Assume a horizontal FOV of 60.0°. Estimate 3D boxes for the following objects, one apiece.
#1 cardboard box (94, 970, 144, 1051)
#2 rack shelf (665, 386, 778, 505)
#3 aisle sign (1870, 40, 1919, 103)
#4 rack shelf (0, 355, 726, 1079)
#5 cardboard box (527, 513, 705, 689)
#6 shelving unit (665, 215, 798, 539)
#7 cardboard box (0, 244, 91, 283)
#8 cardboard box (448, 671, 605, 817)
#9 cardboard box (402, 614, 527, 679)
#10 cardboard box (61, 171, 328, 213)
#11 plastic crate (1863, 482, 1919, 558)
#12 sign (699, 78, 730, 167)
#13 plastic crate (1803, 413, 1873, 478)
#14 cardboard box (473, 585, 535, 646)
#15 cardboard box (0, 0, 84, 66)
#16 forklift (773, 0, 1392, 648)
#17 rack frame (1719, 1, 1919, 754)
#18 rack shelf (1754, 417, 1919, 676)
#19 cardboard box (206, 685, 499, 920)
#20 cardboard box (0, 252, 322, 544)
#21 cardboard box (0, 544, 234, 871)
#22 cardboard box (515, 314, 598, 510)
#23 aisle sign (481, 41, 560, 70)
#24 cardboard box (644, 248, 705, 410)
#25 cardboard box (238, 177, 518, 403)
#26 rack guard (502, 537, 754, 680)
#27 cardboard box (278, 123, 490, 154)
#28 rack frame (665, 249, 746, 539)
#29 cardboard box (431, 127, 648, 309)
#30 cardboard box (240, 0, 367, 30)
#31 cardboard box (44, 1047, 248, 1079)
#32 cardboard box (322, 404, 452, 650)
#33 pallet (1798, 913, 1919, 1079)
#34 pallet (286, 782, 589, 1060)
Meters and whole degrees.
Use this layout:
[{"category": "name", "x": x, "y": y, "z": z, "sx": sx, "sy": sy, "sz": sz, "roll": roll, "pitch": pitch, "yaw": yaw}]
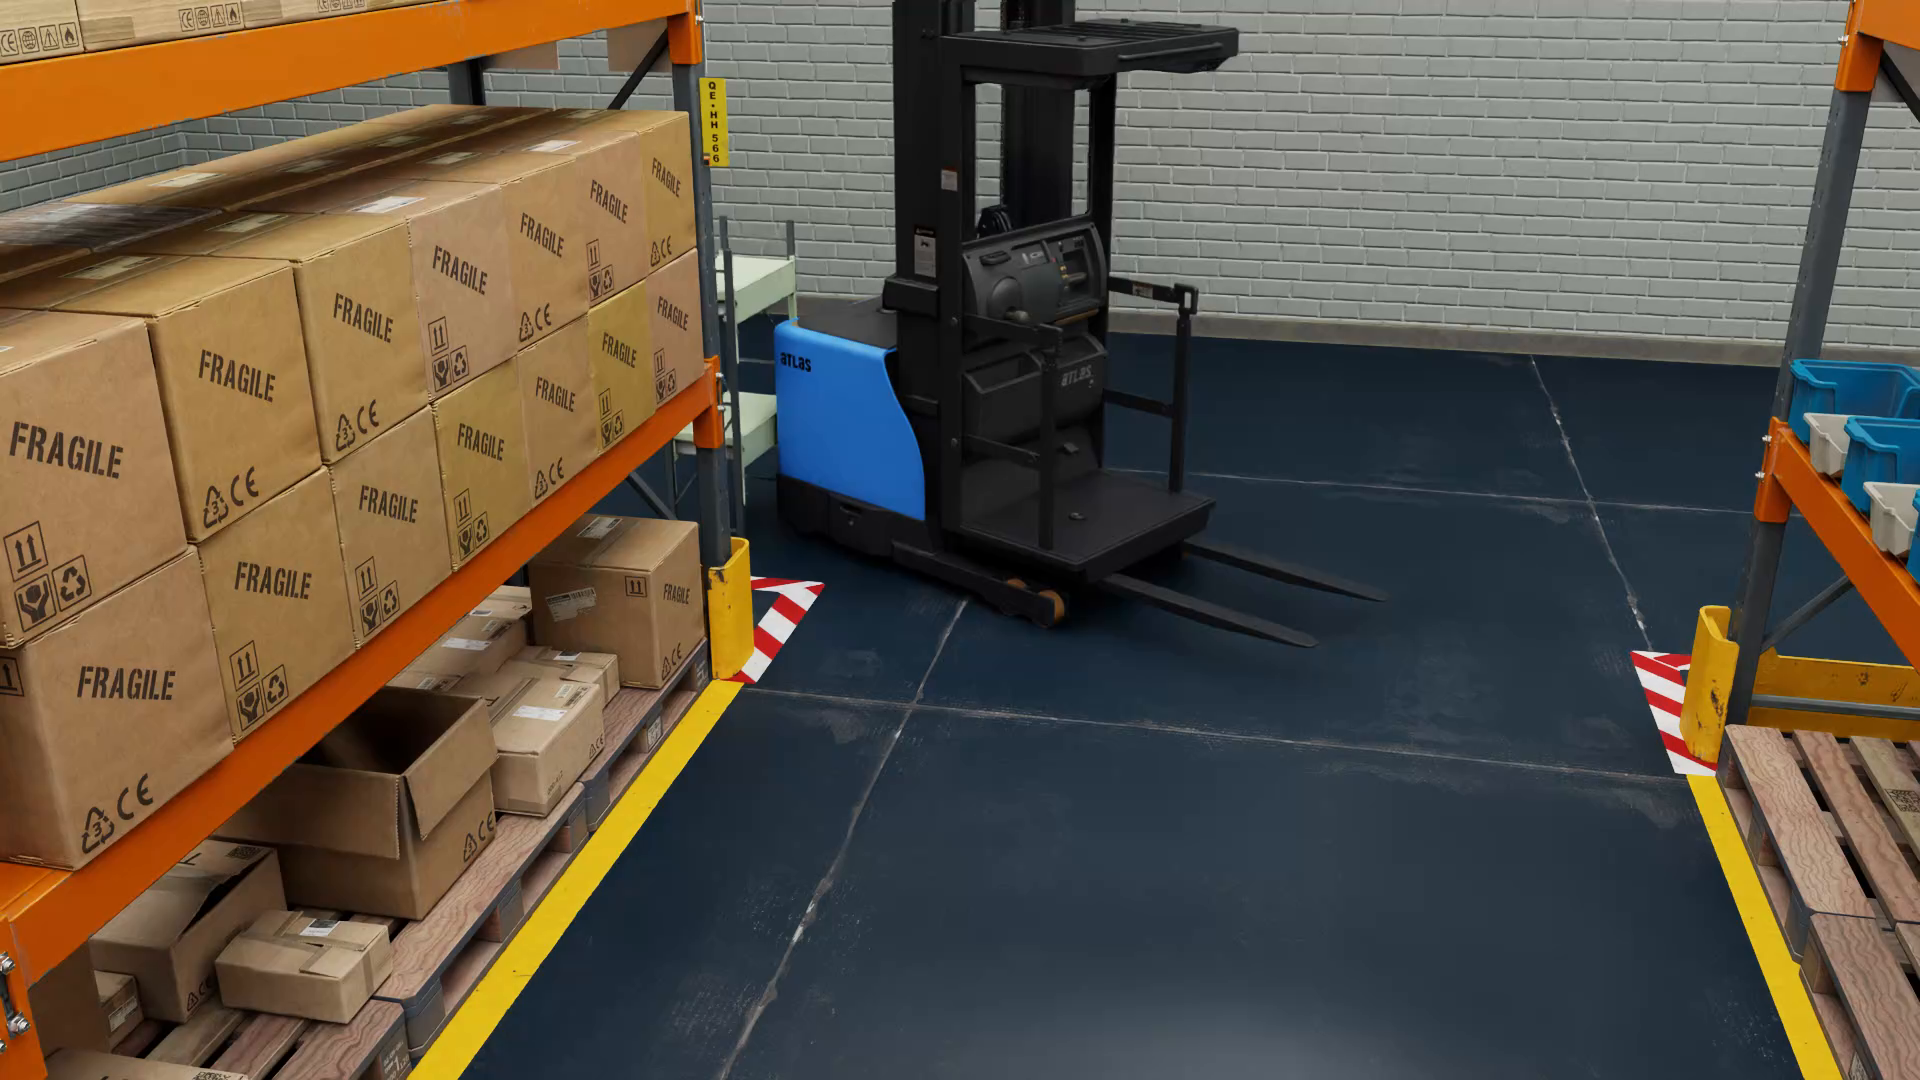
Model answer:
[{"category": "cardboard box", "x": -2.426, "y": 1.267, "z": 4.419, "sx": 0.380, "sy": 0.149, "sz": 0.250, "roll": 4, "pitch": 22, "yaw": 11}, {"category": "rack shelf", "x": -1.139, "y": -0.492, "z": 8.437, "sx": 0.431, "sy": 0.370, "sz": 0.720, "roll": 7, "pitch": 23, "yaw": 16}, {"category": "aisle sign", "x": 3.106, "y": -1.818, "z": 5.373, "sx": 0.394, "sy": 0.787, "sz": 0.004, "roll": 4, "pitch": 22, "yaw": 11}, {"category": "rack shelf", "x": -1.874, "y": 0.123, "z": 4.996, "sx": 1.077, "sy": 0.370, "sz": 4.000, "roll": 4, "pitch": 22, "yaw": 11}, {"category": "cardboard box", "x": -1.336, "y": 0.231, "z": 6.522, "sx": 0.500, "sy": 0.500, "sz": 0.500, "roll": 4, "pitch": 22, "yaw": 11}, {"category": "shelving unit", "x": -1.138, "y": -0.794, "z": 8.315, "sx": 0.431, "sy": 1.500, "sz": 0.755, "roll": 7, "pitch": 23, "yaw": 16}, {"category": "cardboard box", "x": -2.331, "y": -0.382, "z": 3.814, "sx": 0.500, "sy": 0.500, "sz": 0.500, "roll": 4, "pitch": 22, "yaw": 10}, {"category": "cardboard box", "x": -1.559, "y": 0.692, "z": 5.712, "sx": 0.500, "sy": 0.250, "sz": 0.500, "roll": 4, "pitch": 22, "yaw": 11}, {"category": "cardboard box", "x": -1.957, "y": 0.489, "z": 6.215, "sx": 0.500, "sy": 0.250, "sz": 0.500, "roll": 4, "pitch": 22, "yaw": 11}, {"category": "cardboard box", "x": -2.124, "y": -0.750, "z": 4.728, "sx": 0.500, "sy": 0.500, "sz": 0.500, "roll": 4, "pitch": 22, "yaw": 10}, {"category": "plastic crate", "x": 2.725, "y": -0.044, "z": 4.721, "sx": 0.250, "sy": 0.136, "sz": 0.298, "roll": 4, "pitch": 22, "yaw": 11}, {"category": "sign", "x": -0.927, "y": -1.576, "z": 6.279, "sx": 0.100, "sy": 0.325, "sz": 0.005, "roll": 4, "pitch": 22, "yaw": 11}, {"category": "plastic crate", "x": 2.863, "y": -0.292, "z": 5.337, "sx": 0.250, "sy": 0.136, "sz": 0.298, "roll": 4, "pitch": 22, "yaw": 11}, {"category": "cardboard box", "x": -1.888, "y": 0.303, "z": 6.813, "sx": 0.380, "sy": 0.149, "sz": 0.250, "roll": 4, "pitch": 22, "yaw": 11}, {"category": "cardboard box", "x": -1.941, "y": -0.960, "z": 2.908, "sx": 0.500, "sy": 0.250, "sz": 0.500, "roll": 4, "pitch": 22, "yaw": 11}, {"category": "forklift", "x": 0.507, "y": -1.191, "z": 7.387, "sx": 3.031, "sy": 2.935, "sz": 1.130, "roll": 18, "pitch": 28, "yaw": 38}, {"category": "rack frame", "x": 3.382, "y": -0.563, "z": 5.737, "sx": 1.000, "sy": 3.000, "sz": 0.127, "roll": 4, "pitch": 22, "yaw": 11}, {"category": "rack shelf", "x": 2.974, "y": 0.502, "z": 4.055, "sx": 1.077, "sy": 0.370, "sz": 4.000, "roll": 4, "pitch": 22, "yaw": 11}, {"category": "cardboard box", "x": -1.904, "y": 0.787, "z": 5.137, "sx": 0.797, "sy": 0.503, "sz": 0.637, "roll": 4, "pitch": 22, "yaw": 11}, {"category": "cardboard box", "x": -1.806, "y": -0.329, "z": 3.683, "sx": 0.500, "sy": 0.500, "sz": 0.500, "roll": 4, "pitch": 22, "yaw": 9}, {"category": "cardboard box", "x": -1.912, "y": 0.309, "z": 3.438, "sx": 0.500, "sy": 0.500, "sz": 0.500, "roll": 5, "pitch": 22, "yaw": 12}, {"category": "cardboard box", "x": -1.501, "y": -0.432, "z": 5.277, "sx": 0.500, "sy": 0.500, "sz": 0.500, "roll": 5, "pitch": 22, "yaw": 11}, {"category": "aisle sign", "x": -1.740, "y": -2.195, "z": 6.310, "sx": 0.394, "sy": 0.787, "sz": 0.004, "roll": 4, "pitch": 22, "yaw": 11}, {"category": "cardboard box", "x": -1.291, "y": -0.804, "z": 6.201, "sx": 0.500, "sy": 0.500, "sz": 0.500, "roll": 5, "pitch": 23, "yaw": 13}, {"category": "cardboard box", "x": -1.596, "y": -0.706, "z": 4.619, "sx": 0.500, "sy": 0.500, "sz": 0.500, "roll": 5, "pitch": 23, "yaw": 13}, {"category": "rack guard", "x": -1.482, "y": 0.245, "z": 7.076, "sx": 1.175, "sy": 0.500, "sz": 0.348, "roll": 4, "pitch": 22, "yaw": 11}, {"category": "cardboard box", "x": -1.914, "y": -1.118, "z": 5.643, "sx": 0.500, "sy": 0.500, "sz": 0.500, "roll": 5, "pitch": 22, "yaw": 11}, {"category": "rack frame", "x": -1.249, "y": -0.664, "z": 7.991, "sx": 0.400, "sy": 1.500, "sz": 0.023, "roll": 7, "pitch": 23, "yaw": 16}, {"category": "cardboard box", "x": -1.390, "y": -1.084, "z": 5.557, "sx": 0.500, "sy": 0.500, "sz": 0.500, "roll": 5, "pitch": 22, "yaw": 12}, {"category": "cardboard box", "x": -1.731, "y": -1.325, "z": 3.815, "sx": 0.500, "sy": 0.250, "sz": 0.500, "roll": 4, "pitch": 22, "yaw": 11}, {"category": "cardboard box", "x": -1.985, "y": 1.427, "z": 3.806, "sx": 0.500, "sy": 0.311, "sz": 0.500, "roll": 4, "pitch": 22, "yaw": 11}, {"category": "cardboard box", "x": -1.706, "y": -0.062, "z": 4.357, "sx": 0.500, "sy": 0.500, "sz": 0.500, "roll": 4, "pitch": 22, "yaw": 11}, {"category": "pallet", "x": 2.925, "y": 1.474, "z": 4.412, "sx": 1.003, "sy": 0.211, "sz": 1.213, "roll": 4, "pitch": 22, "yaw": 11}, {"category": "pallet", "x": -1.894, "y": 1.116, "z": 5.301, "sx": 1.003, "sy": 0.211, "sz": 1.213, "roll": 4, "pitch": 22, "yaw": 11}]
